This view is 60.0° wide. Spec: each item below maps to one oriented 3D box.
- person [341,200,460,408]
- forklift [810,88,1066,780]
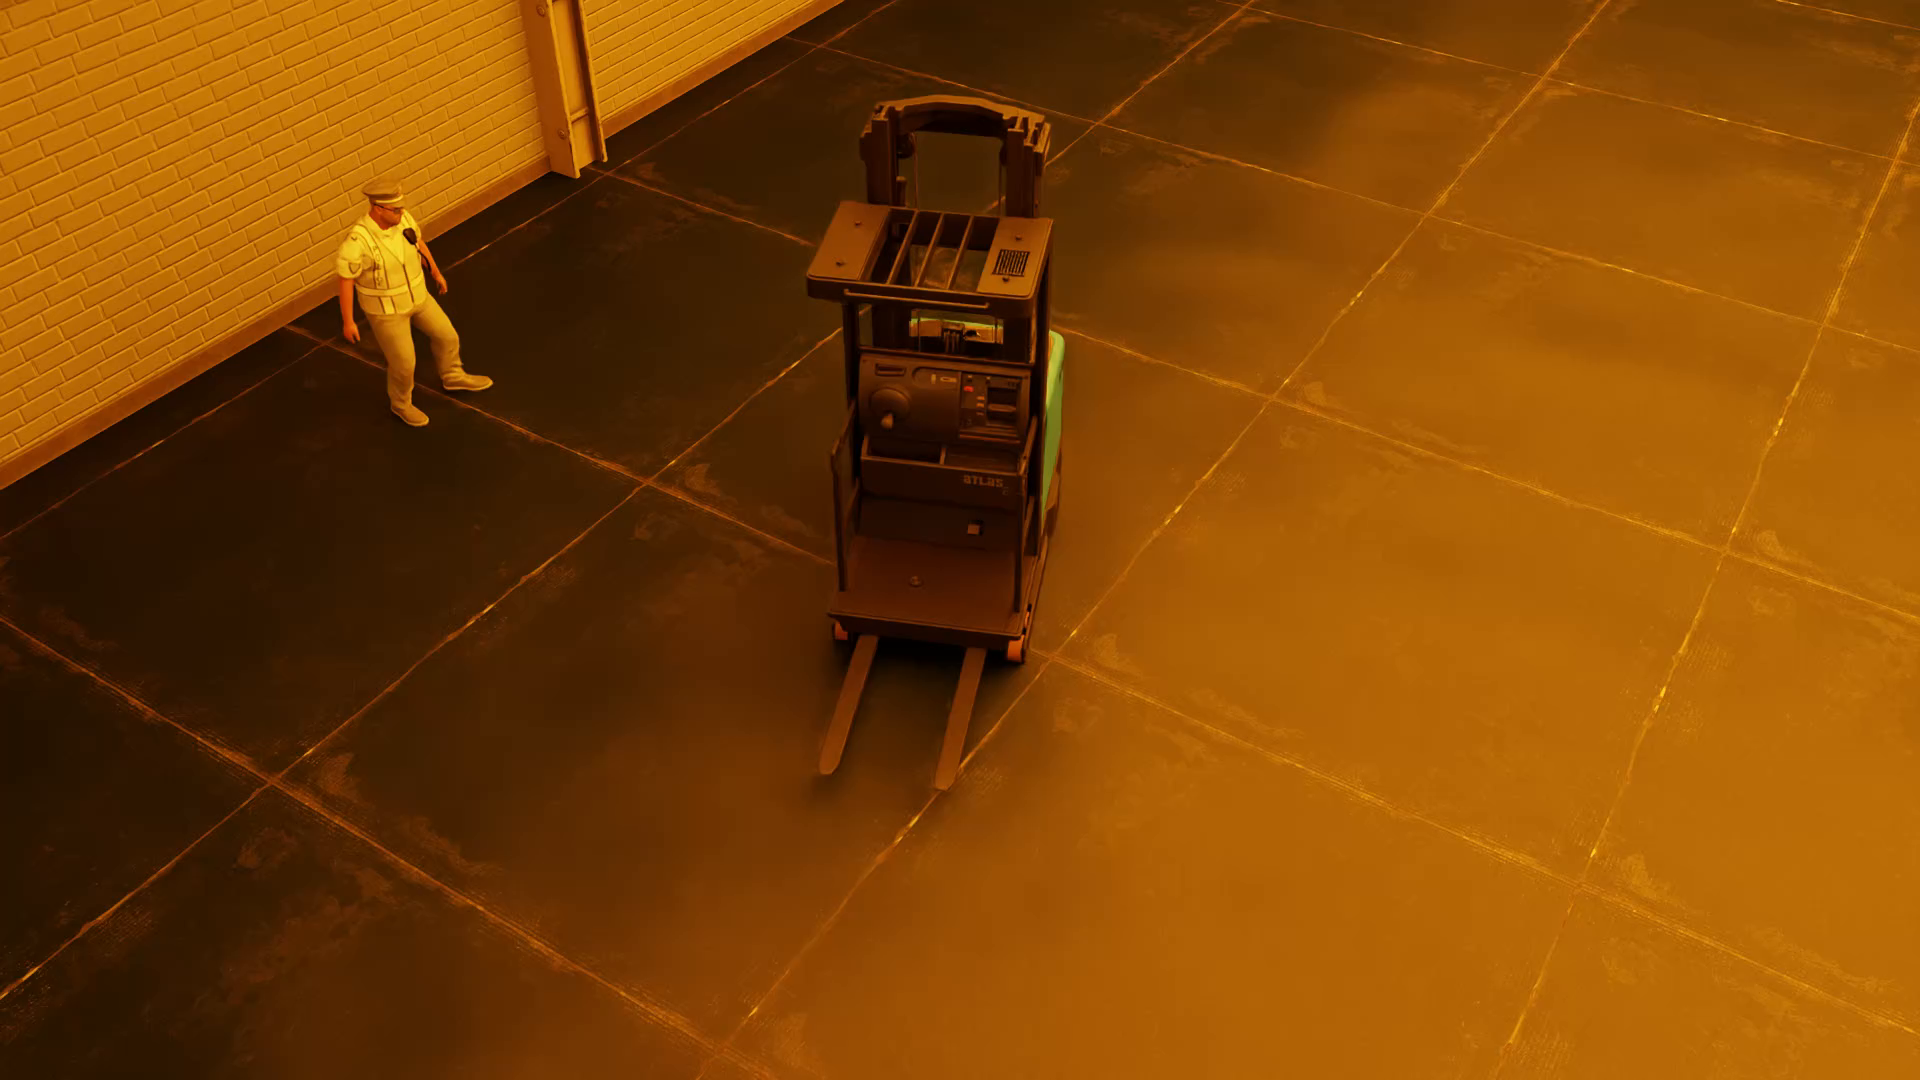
[{"bbox_3d":[-42232.951,-17315.134,20441.569,99167.970,2.662,12952.998,17,43,19],"label":"person"},{"bbox_3d":[-0.108,-0.731,8.830,1.130,2.935,3.031,7,41,8],"label":"forklift"}]
